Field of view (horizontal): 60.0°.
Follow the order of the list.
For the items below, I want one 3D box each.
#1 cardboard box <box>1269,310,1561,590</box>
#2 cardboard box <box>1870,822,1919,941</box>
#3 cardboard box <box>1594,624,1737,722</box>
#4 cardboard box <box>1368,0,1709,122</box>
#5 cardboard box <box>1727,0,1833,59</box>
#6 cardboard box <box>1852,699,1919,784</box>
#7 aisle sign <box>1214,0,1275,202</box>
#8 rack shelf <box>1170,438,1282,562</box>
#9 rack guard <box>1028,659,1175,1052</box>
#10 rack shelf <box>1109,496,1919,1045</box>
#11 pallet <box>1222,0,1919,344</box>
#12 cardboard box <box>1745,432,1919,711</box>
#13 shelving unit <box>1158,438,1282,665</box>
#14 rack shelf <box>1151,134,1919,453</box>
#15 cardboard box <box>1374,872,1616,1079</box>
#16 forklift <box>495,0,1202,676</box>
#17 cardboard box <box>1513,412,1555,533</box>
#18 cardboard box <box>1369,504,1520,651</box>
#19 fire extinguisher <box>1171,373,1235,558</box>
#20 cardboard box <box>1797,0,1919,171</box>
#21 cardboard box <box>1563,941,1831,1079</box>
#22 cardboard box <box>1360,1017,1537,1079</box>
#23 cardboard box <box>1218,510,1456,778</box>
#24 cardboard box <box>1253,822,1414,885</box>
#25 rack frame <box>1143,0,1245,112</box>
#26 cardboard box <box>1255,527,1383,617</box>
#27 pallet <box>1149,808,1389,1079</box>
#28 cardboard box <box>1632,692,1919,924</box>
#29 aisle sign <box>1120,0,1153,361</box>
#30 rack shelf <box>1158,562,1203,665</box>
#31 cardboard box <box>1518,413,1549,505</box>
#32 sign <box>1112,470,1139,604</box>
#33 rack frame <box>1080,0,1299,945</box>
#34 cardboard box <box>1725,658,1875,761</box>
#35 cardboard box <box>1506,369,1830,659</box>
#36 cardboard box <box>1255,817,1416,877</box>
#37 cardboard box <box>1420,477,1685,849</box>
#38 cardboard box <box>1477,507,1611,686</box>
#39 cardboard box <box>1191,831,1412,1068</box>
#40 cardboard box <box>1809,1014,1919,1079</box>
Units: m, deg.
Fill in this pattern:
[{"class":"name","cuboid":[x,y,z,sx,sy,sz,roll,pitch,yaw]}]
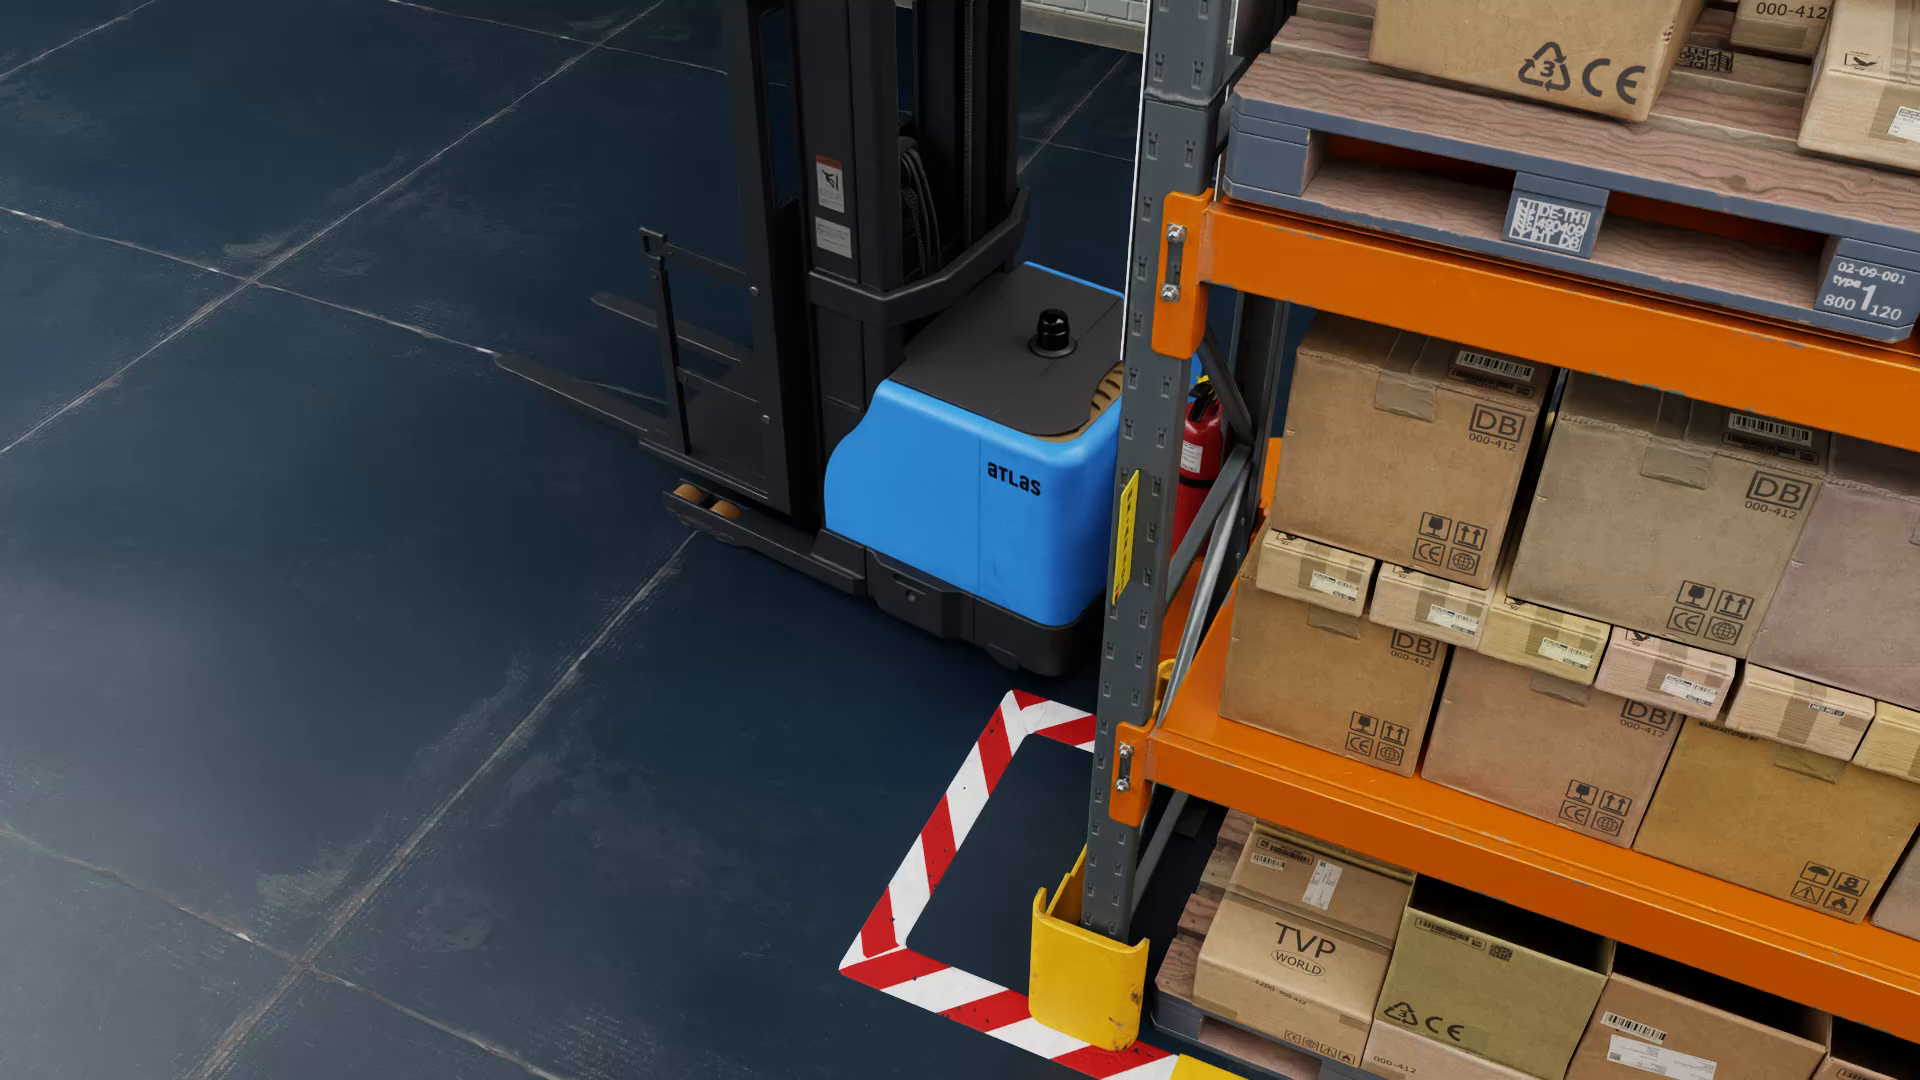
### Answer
[{"class":"cardboard box","cuboid":[1.078,-0.351,3.798,0.500,0.500,0.700,17,44,19]},{"class":"cardboard box","cuboid":[2.434,0.552,3.747,0.500,0.500,0.700,18,44,20]},{"class":"cardboard box","cuboid":[1.571,0.192,3.667,0.250,0.149,0.380,16,44,18]},{"class":"cardboard box","cuboid":[1.132,-1.197,3.044,0.637,0.503,0.797,20,45,22]},{"class":"cardboard box","cuboid":[1.768,-1.100,3.126,0.500,0.250,0.500,17,44,19]},{"class":"cardboard box","cuboid":[2.045,0.335,3.502,0.250,0.149,0.380,16,44,18]},{"class":"aisle sign","cuboid":[0.677,-1.149,3.801,0.004,0.787,0.394,17,44,19]},{"class":"rack shelf","cuboid":[1.122,-0.095,5.553,1.000,0.278,0.538,0,41,0]},{"class":"rack guard","cuboid":[0.591,0.964,5.257,0.348,0.500,1.175,17,44,19]},{"class":"rack shelf","cuboid":[2.425,0.851,4.027,4.000,0.370,1.077,17,44,19]},{"class":"pallet","cuboid":[1.242,-0.863,3.233,1.213,0.211,1.003,17,44,19]},{"class":"cardboard box","cuboid":[2.014,-0.069,3.473,0.500,0.500,0.700,17,44,19]},{"class":"shelving unit","cuboid":[1.122,0.127,5.745,1.048,1.125,0.538,0,41,0]},{"class":"rack shelf","cuboid":[2.425,-0.282,3.044,4.000,0.370,1.077,17,44,19]},{"class":"cardboard box","cuboid":[1.458,1.041,4.465,0.500,0.500,0.500,17,44,19]},{"class":"forklift","cuboid":[-0.605,-1.362,6.084,3.031,2.935,1.130,23,46,25]},{"class":"cardboard box","cuboid":[1.509,-0.122,4.029,0.250,0.149,0.380,16,44,18]},{"class":"cardboard box","cuboid":[1.118,0.051,3.830,0.250,0.149,0.380,16,43,18]},{"class":"fire extinguisher","cuboid":[0.702,-0.254,4.811,0.183,0.674,0.296,17,44,19]},{"class":"cardboard box","cuboid":[1.604,-0.794,2.850,0.250,0.149,0.380,17,44,19]},{"class":"cardboard box","cuboid":[1.917,1.171,4.315,0.500,0.500,0.500,17,44,19]},{"class":"cardboard box","cuboid":[1.459,1.323,4.712,0.500,0.250,0.500,17,44,19]},{"class":"cardboard box","cuboid":[1.030,0.125,4.239,0.500,0.500,0.700,17,44,19]},{"class":"cardboard box","cuboid":[1.223,0.879,5.224,0.500,0.250,0.500,17,44,19]},{"class":"rack frame","cuboid":[0.613,-2.241,2.465,0.127,3.000,1.000,17,44,19]},{"class":"cardboard box","cuboid":[0.877,-0.021,3.912,0.250,0.149,0.380,17,44,18]},{"class":"pallet","cuboid":[1.323,1.266,5.128,1.213,0.211,1.003,17,44,19]},{"class":"cardboard box","cuboid":[1.956,0.408,3.912,0.500,0.500,0.700,17,44,19]},{"class":"aisle sign","cuboid":[0.424,-0.793,3.390,0.004,0.787,0.394,17,44,19]},{"class":"rack shelf","cuboid":[1.122,0.311,5.905,1.000,0.278,0.538,0,41,0]},{"class":"cardboard box","cuboid":[1.277,-0.193,4.111,0.250,0.149,0.380,18,44,20]},{"class":"sign","cuboid":[0.372,-0.004,3.743,0.005,0.325,0.100,17,44,19]},{"class":"rack frame","cuboid":[0.613,0.026,4.430,0.127,3.000,1.000,17,44,19]},{"class":"cardboard box","cuboid":[1.813,0.264,3.583,0.250,0.149,0.380,16,43,17]},{"class":"cardboard box","cuboid":[1.557,-0.208,3.633,0.500,0.500,0.700,16,43,18]},{"class":"cardboard box","cuboid":[1.224,0.595,4.980,0.500,0.500,0.500,17,44,19]},{"class":"cardboard box","cuboid":[1.508,0.267,4.075,0.500,0.500,0.700,18,44,20]},{"class":"cardboard box","cuboid":[1.343,0.121,3.749,0.250,0.149,0.380,17,44,19]},{"class":"cardboard box","cuboid":[1.005,1.187,4.870,0.500,0.250,0.500,17,44,19]},{"class":"cardboard box","cuboid":[2.363,1.320,4.143,0.500,0.500,0.500,17,44,19]}]
